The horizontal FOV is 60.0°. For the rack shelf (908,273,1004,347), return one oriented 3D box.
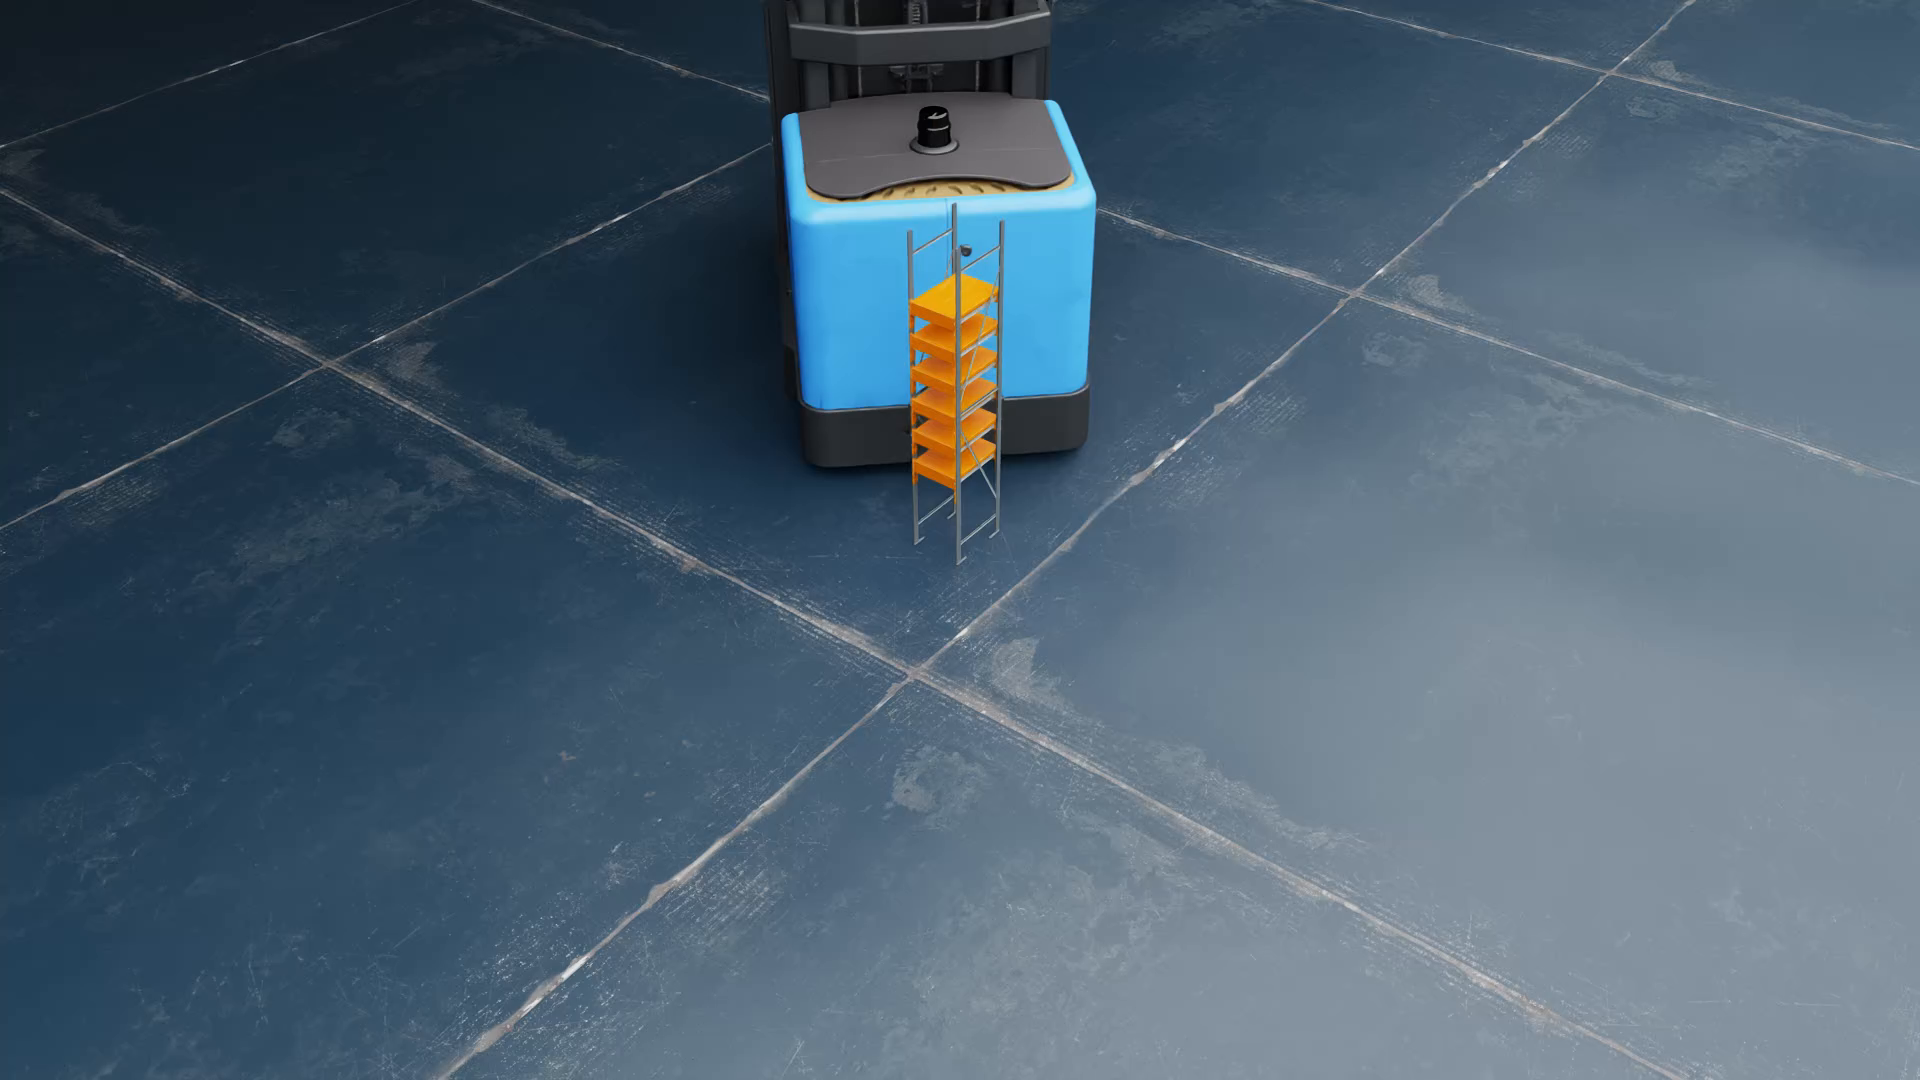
[{"bbox_3d":[-0.011,-0.726,5.193,0.180,0.103,0.258,25,45,29],"label":"rack shelf"}]

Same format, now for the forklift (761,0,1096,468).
[{"bbox_3d":[-0.228,-2.315,6.329,1.130,2.935,3.031,-4,38,-6],"label":"forklift"}]

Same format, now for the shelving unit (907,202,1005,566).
[{"bbox_3d":[-0.011,-0.478,5.387,0.189,1.200,0.258,25,45,29],"label":"shelving unit"}]

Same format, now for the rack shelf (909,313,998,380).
[{"bbox_3d":[-0.011,-0.632,5.266,0.180,0.103,0.258,25,45,29],"label":"rack shelf"}]

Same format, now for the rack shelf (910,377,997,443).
[{"bbox_3d":[-0.011,-0.443,5.414,0.180,0.103,0.258,25,45,29],"label":"rack shelf"}]

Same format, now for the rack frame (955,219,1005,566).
[{"bbox_3d":[0.061,-0.444,5.343,0.006,1.200,0.240,25,45,29],"label":"rack frame"}]

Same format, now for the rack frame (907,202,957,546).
[{"bbox_3d":[-0.084,-0.512,5.431,0.006,1.200,0.240,25,45,29],"label":"rack frame"}]

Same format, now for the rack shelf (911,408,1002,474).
[{"bbox_3d":[-0.011,-0.348,5.488,0.180,0.103,0.258,25,45,29],"label":"rack shelf"}]

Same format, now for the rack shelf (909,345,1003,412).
[{"bbox_3d":[-0.011,-0.537,5.340,0.180,0.103,0.258,25,45,29],"label":"rack shelf"}]

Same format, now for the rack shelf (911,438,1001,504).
[{"bbox_3d":[-0.011,-0.254,5.562,0.180,0.103,0.258,25,45,29],"label":"rack shelf"}]
